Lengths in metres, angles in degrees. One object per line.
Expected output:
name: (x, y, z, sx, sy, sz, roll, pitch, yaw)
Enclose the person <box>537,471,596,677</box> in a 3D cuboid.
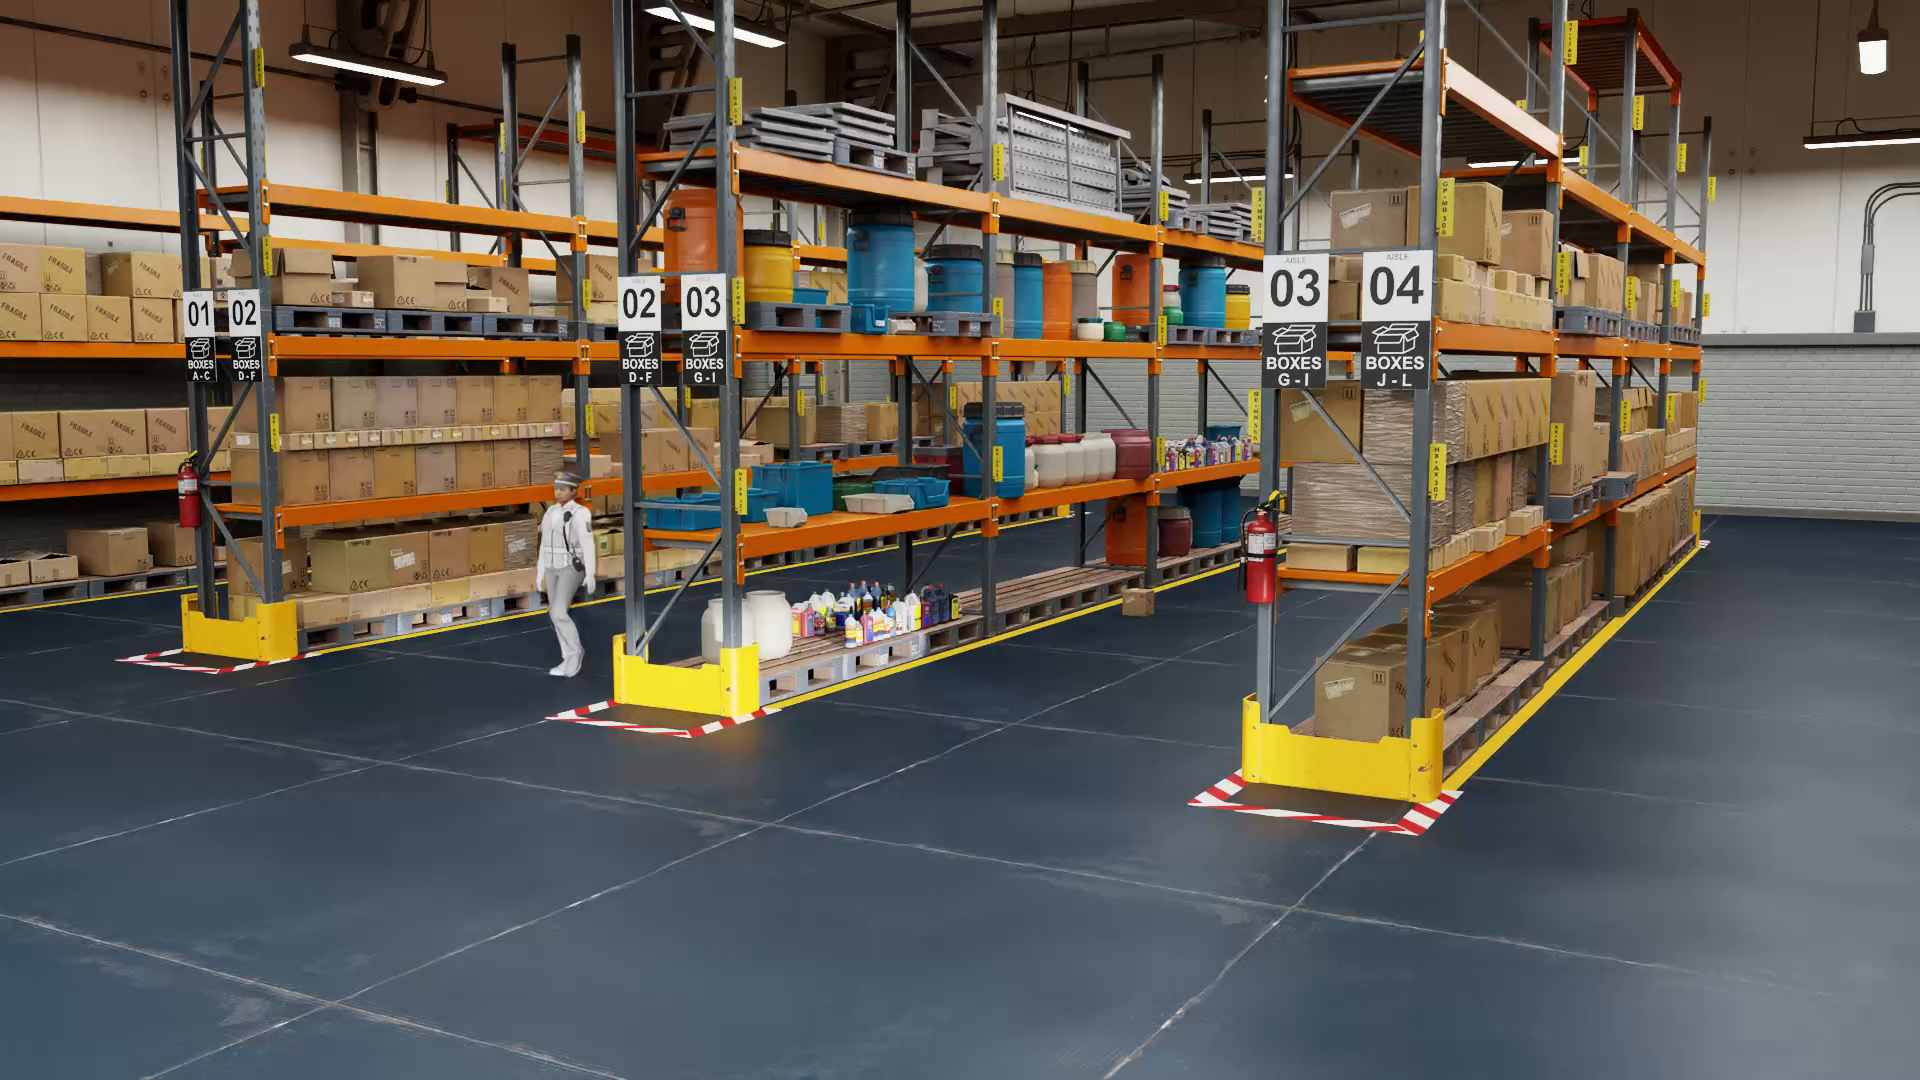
person: (-3.255, 0.277, 13.573, 0.533, 1.684, 0.458, 4, 7, 32)
